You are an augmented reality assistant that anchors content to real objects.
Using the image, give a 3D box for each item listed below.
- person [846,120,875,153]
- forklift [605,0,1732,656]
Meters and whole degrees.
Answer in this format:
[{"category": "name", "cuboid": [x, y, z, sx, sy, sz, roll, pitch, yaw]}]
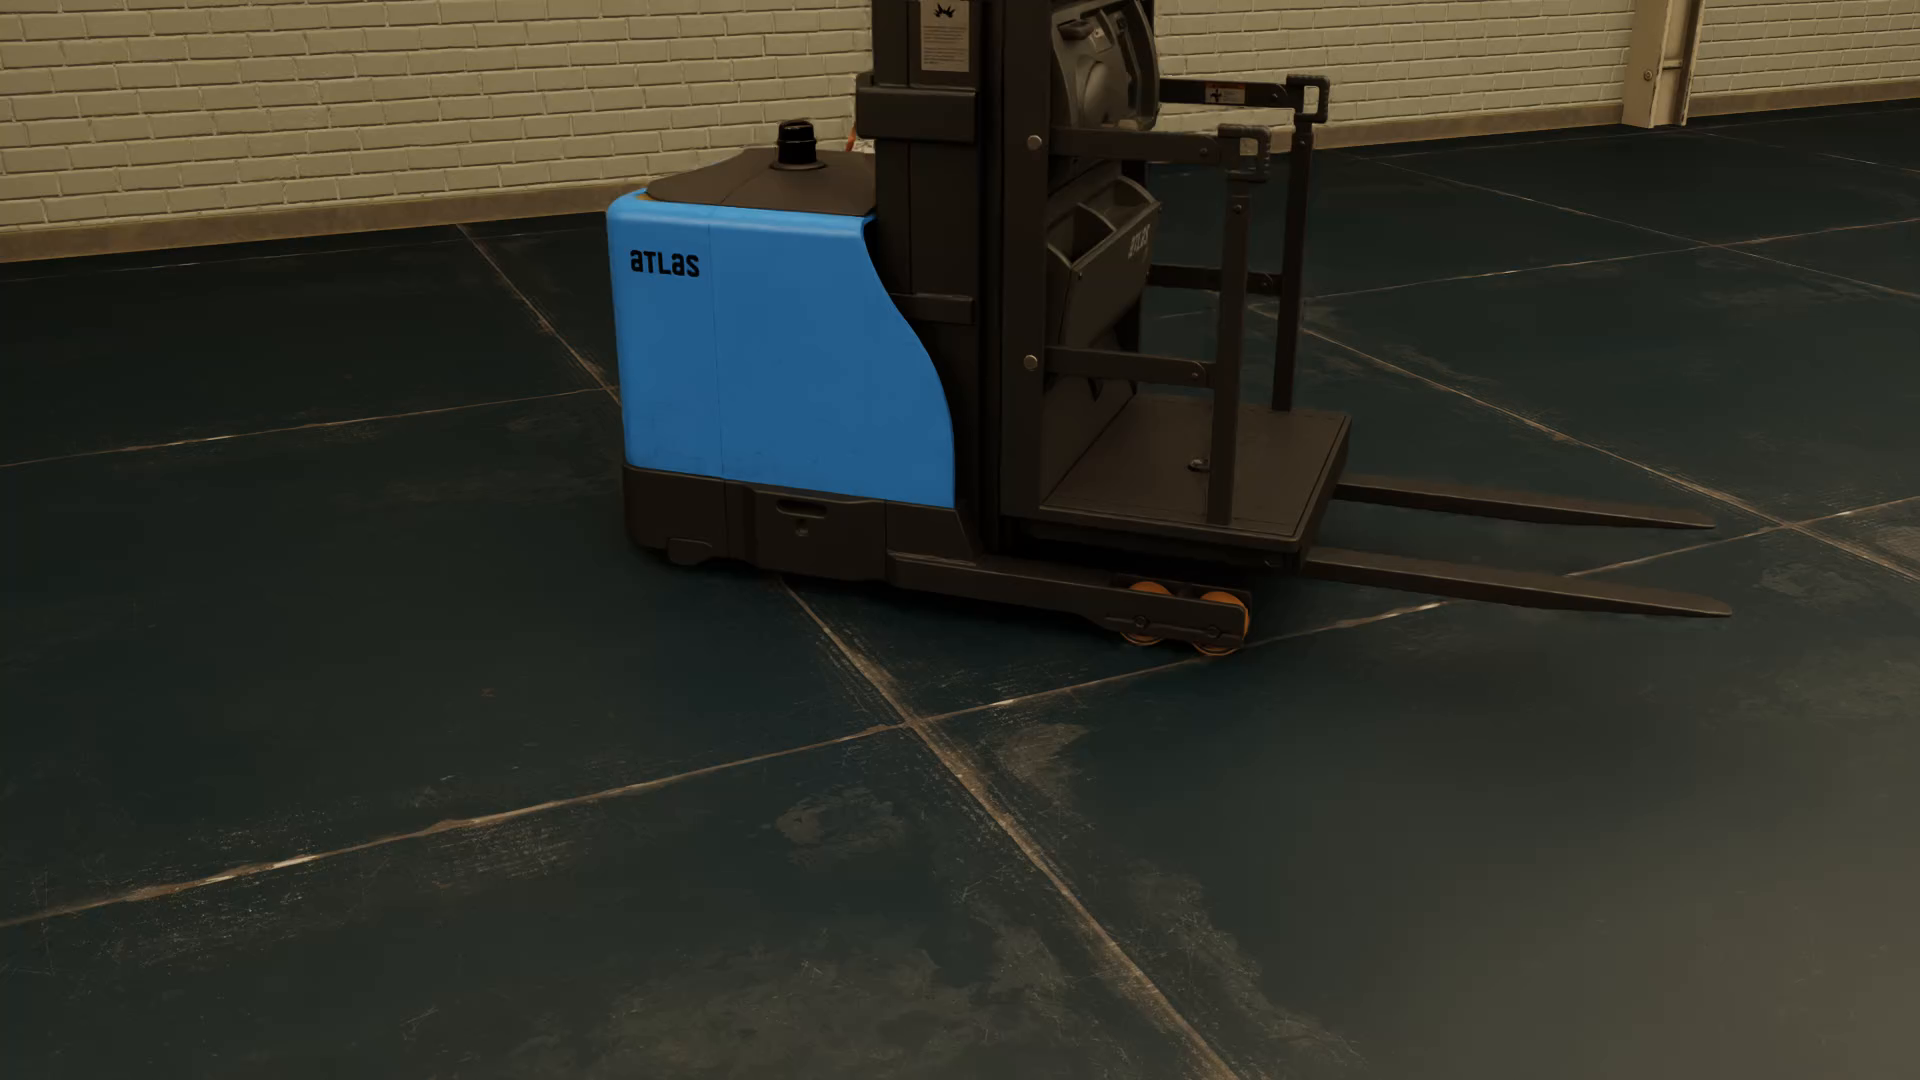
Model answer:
[{"category": "person", "cuboid": [-0.022, -1.220, 6.358, 0.925, 1.420, 0.960, -2, 23, -6]}, {"category": "forklift", "cuboid": [0.579, -1.278, 4.362, 3.031, 2.935, 1.130, 8, 24, 18]}]
